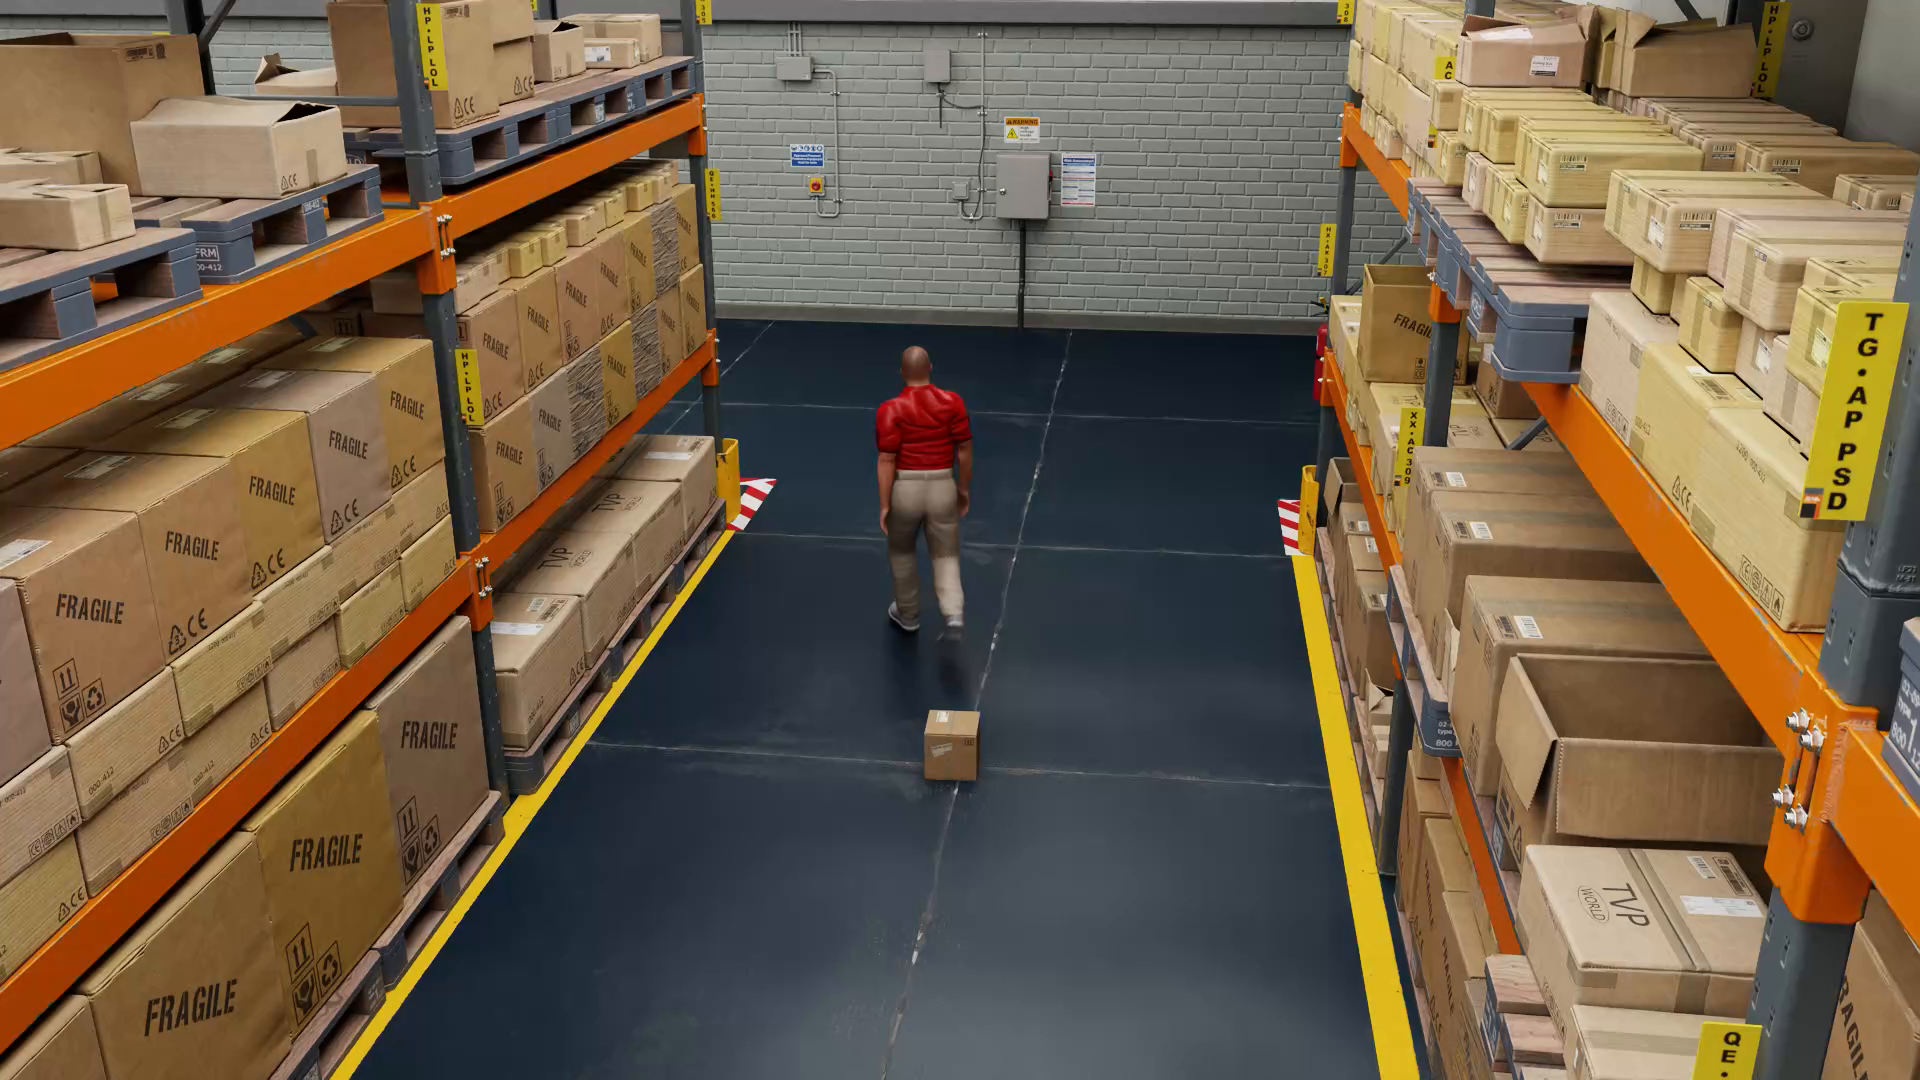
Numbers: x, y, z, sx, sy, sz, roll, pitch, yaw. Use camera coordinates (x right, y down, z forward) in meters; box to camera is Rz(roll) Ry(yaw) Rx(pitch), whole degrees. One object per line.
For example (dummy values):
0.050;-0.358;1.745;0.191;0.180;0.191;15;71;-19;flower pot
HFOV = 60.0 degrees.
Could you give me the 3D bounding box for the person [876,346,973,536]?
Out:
-0.204;-0.559;9.141;0.550;1.045;0.322;-5;22;-13;person
